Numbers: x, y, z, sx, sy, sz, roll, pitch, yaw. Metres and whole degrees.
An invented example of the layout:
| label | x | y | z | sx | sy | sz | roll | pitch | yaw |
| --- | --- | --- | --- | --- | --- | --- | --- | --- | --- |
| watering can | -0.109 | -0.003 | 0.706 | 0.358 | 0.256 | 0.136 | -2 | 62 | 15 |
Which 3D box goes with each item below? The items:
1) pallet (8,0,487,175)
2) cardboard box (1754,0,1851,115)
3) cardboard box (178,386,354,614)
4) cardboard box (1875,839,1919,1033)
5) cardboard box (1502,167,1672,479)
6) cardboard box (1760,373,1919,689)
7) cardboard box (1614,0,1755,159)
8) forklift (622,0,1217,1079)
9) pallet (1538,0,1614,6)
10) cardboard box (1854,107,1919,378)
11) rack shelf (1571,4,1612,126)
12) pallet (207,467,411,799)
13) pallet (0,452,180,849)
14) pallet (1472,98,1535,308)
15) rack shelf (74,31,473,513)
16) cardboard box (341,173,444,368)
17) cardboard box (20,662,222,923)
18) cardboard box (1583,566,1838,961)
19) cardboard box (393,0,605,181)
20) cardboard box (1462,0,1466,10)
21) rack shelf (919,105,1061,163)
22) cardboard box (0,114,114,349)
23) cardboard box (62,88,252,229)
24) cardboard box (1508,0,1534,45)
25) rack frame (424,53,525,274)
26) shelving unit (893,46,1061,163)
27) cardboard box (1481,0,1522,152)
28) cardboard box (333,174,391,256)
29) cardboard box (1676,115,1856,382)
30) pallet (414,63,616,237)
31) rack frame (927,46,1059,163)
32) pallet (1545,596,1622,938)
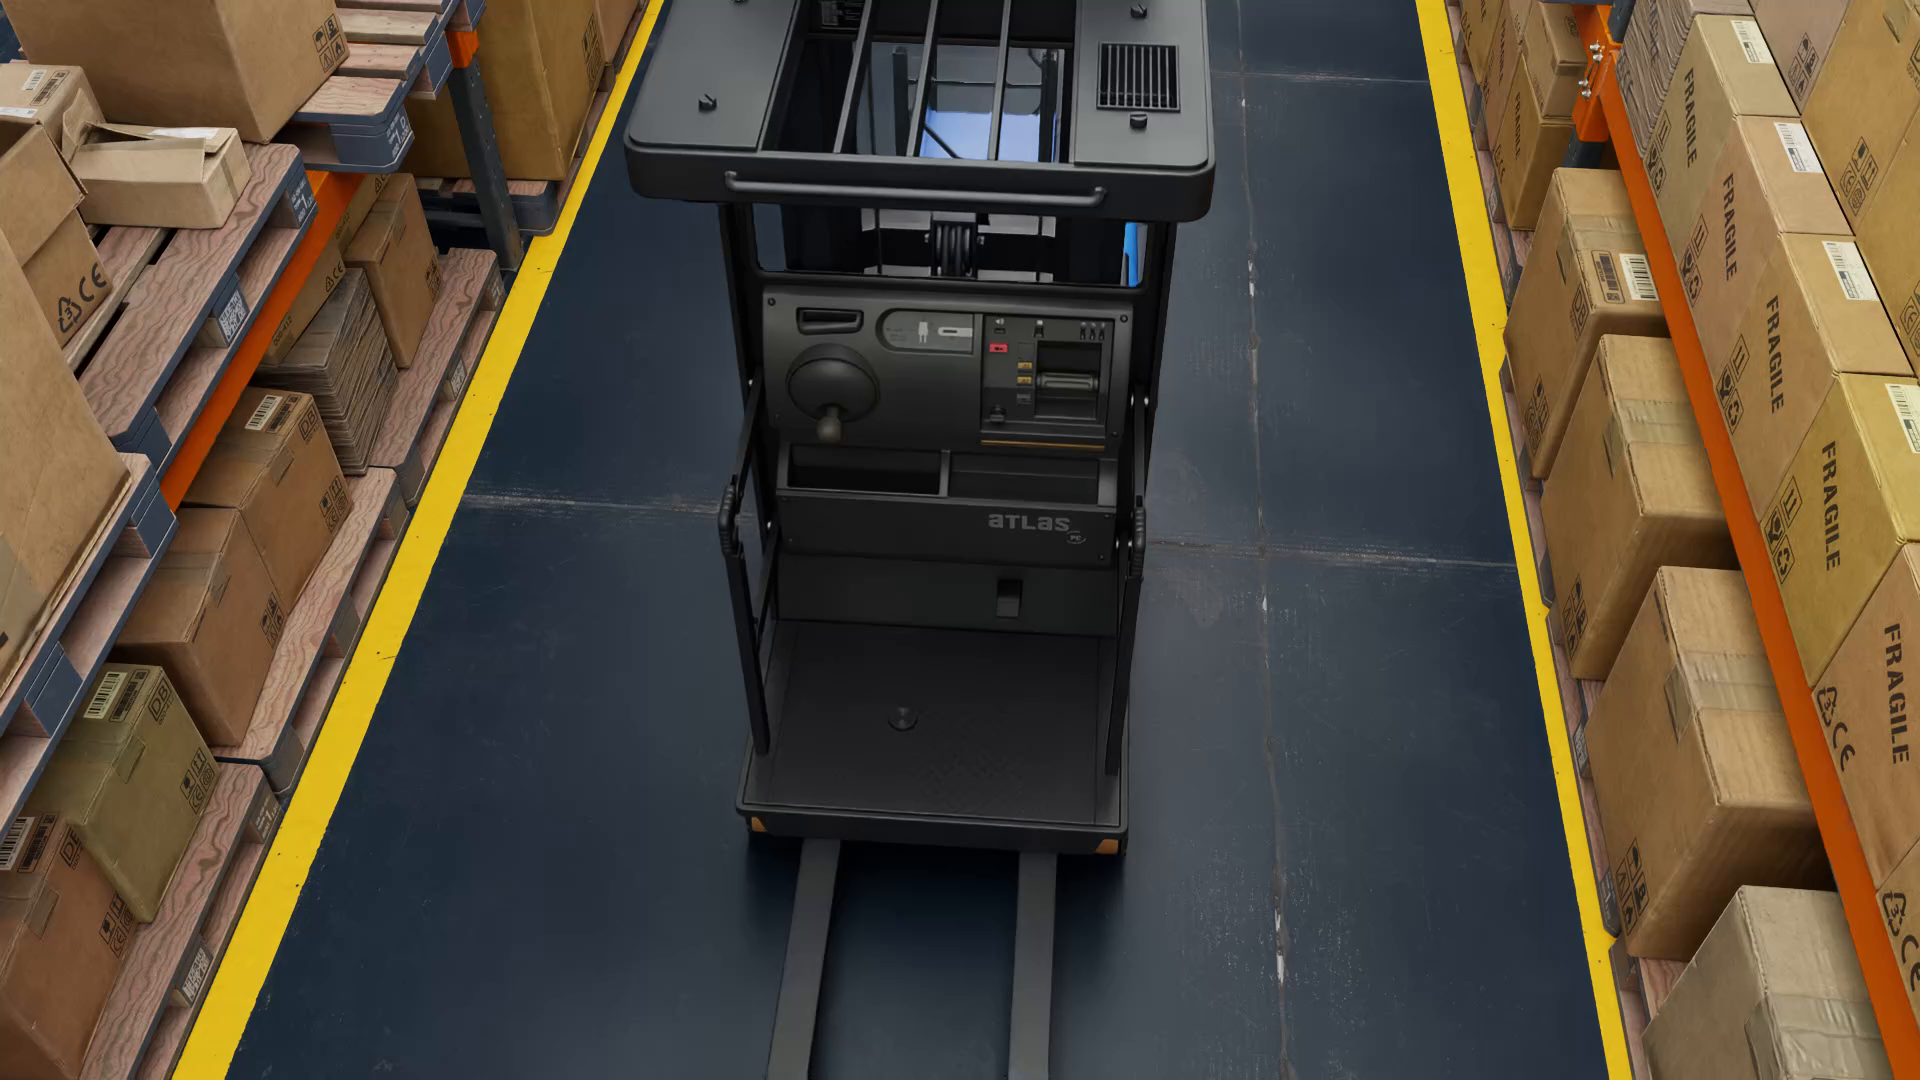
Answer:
| label | x | y | z | sx | sy | sz | roll | pitch | yaw |
| --- | --- | --- | --- | --- | --- | --- | --- | --- | --- |
| pallet | -2.246 | -1.574 | 5.287 | 1.213 | 0.211 | 1.003 | 4 | 48 | 4 |
| cardboard box | 2.547 | -1.432 | 4.282 | 0.700 | 0.500 | 0.500 | 3 | 48 | 3 |
| cardboard box | -2.411 | -0.156 | 5.255 | 0.700 | 0.500 | 0.500 | 7 | 48 | 7 |
| cardboard box | 2.060 | 0.742 | 2.971 | 0.500 | 0.500 | 0.500 | 4 | 48 | 3 |
| cardboard box | 2.498 | -0.703 | 5.600 | 1.050 | 0.750 | 0.750 | 3 | 48 | 3 |
| cardboard box | 2.152 | -0.001 | 3.650 | 0.500 | 0.500 | 0.500 | 4 | 48 | 4 |
| cardboard box | 2.333 | -1.484 | 5.007 | 0.500 | 0.500 | 0.500 | 4 | 48 | 4 |
| forklift | -0.048 | -0.328 | 4.064 | 1.130 | 2.935 | 3.031 | 3 | 48 | 3 |
| pallet | 2.602 | -2.228 | 5.885 | 1.213 | 0.211 | 1.003 | 4 | 48 | 4 |
| cardboard box | 2.456 | -0.680 | 3.593 | 0.700 | 0.500 | 0.500 | 3 | 48 | 3 |
| rack shelf | 2.825 | -2.989 | 6.938 | 1.077 | 0.370 | 4.000 | 4 | 48 | 4 |
| pallet | -2.474 | 0.239 | 5.388 | 1.003 | 0.211 | 1.213 | 4 | 48 | 4 |
| pallet | -2.437 | 0.282 | 3.589 | 1.003 | 0.211 | 1.213 | 4 | 48 | 4 |
| pallet | 2.716 | -1.395 | 6.883 | 1.003 | 0.211 | 1.213 | 4 | 48 | 4 |
| rack shelf | -2.469 | -0.457 | 4.623 | 1.077 | 0.370 | 4.000 | 4 | 48 | 4 |
| cardboard box | -2.328 | -0.981 | 6.010 | 0.700 | 0.500 | 0.500 | 2 | 48 | 1 |
| cardboard box | -2.512 | 0.666 | 4.504 | 0.700 | 0.500 | 0.500 | 4 | 48 | 3 |
| cardboard box | 2.337 | 0.624 | 4.386 | 1.050 | 0.750 | 0.750 | 4 | 48 | 4 |
| cardboard box | -2.204 | -2.100 | 6.793 | 1.225 | 0.875 | 0.875 | 2 | 48 | 2 |
| cardboard box | 2.595 | -2.700 | 7.596 | 0.500 | 0.500 | 0.500 | 5 | 48 | 4 |
| rack shelf | 0.082 | -1.236 | 6.108 | 0.538 | 0.185 | 1.000 | 3 | 48 | 3 |
| cardboard box | -2.586 | -0.687 | 3.991 | 0.797 | 0.503 | 0.637 | 8 | 48 | 8 |
| cardboard box | -2.170 | -1.023 | 4.459 | 0.396 | 0.266 | 0.258 | 3 | 48 | 2 |
| cardboard box | 2.479 | -2.205 | 6.635 | 0.500 | 0.250 | 0.500 | 4 | 48 | 4 |
| rack frame | -2.287 | -2.170 | 5.702 | 1.000 | 3.000 | 0.127 | 4 | 48 | 4 |
| shelving unit | 0.082 | -1.357 | 5.975 | 0.538 | 1.500 | 1.048 | 3 | 48 | 3 |
| cardboard box | 2.494 | -1.943 | 6.903 | 0.500 | 0.500 | 0.500 | 6 | 48 | 5 |
| cardboard box | -2.318 | -1.233 | 5.733 | 0.500 | 0.250 | 0.500 | 6 | 48 | 5 |
| cardboard box | 2.243 | -0.740 | 4.326 | 0.500 | 0.500 | 0.500 | 4 | 48 | 3 |
| pallet | -2.140 | -1.803 | 7.256 | 1.003 | 0.211 | 1.213 | 4 | 48 | 4 |
| rack frame | 0.120 | -1.731 | 6.317 | 0.500 | 1.500 | 0.032 | 3 | 48 | 3 |
| pallet | 2.382 | 0.647 | 5.015 | 1.003 | 0.211 | 1.213 | 4 | 48 | 4 |
